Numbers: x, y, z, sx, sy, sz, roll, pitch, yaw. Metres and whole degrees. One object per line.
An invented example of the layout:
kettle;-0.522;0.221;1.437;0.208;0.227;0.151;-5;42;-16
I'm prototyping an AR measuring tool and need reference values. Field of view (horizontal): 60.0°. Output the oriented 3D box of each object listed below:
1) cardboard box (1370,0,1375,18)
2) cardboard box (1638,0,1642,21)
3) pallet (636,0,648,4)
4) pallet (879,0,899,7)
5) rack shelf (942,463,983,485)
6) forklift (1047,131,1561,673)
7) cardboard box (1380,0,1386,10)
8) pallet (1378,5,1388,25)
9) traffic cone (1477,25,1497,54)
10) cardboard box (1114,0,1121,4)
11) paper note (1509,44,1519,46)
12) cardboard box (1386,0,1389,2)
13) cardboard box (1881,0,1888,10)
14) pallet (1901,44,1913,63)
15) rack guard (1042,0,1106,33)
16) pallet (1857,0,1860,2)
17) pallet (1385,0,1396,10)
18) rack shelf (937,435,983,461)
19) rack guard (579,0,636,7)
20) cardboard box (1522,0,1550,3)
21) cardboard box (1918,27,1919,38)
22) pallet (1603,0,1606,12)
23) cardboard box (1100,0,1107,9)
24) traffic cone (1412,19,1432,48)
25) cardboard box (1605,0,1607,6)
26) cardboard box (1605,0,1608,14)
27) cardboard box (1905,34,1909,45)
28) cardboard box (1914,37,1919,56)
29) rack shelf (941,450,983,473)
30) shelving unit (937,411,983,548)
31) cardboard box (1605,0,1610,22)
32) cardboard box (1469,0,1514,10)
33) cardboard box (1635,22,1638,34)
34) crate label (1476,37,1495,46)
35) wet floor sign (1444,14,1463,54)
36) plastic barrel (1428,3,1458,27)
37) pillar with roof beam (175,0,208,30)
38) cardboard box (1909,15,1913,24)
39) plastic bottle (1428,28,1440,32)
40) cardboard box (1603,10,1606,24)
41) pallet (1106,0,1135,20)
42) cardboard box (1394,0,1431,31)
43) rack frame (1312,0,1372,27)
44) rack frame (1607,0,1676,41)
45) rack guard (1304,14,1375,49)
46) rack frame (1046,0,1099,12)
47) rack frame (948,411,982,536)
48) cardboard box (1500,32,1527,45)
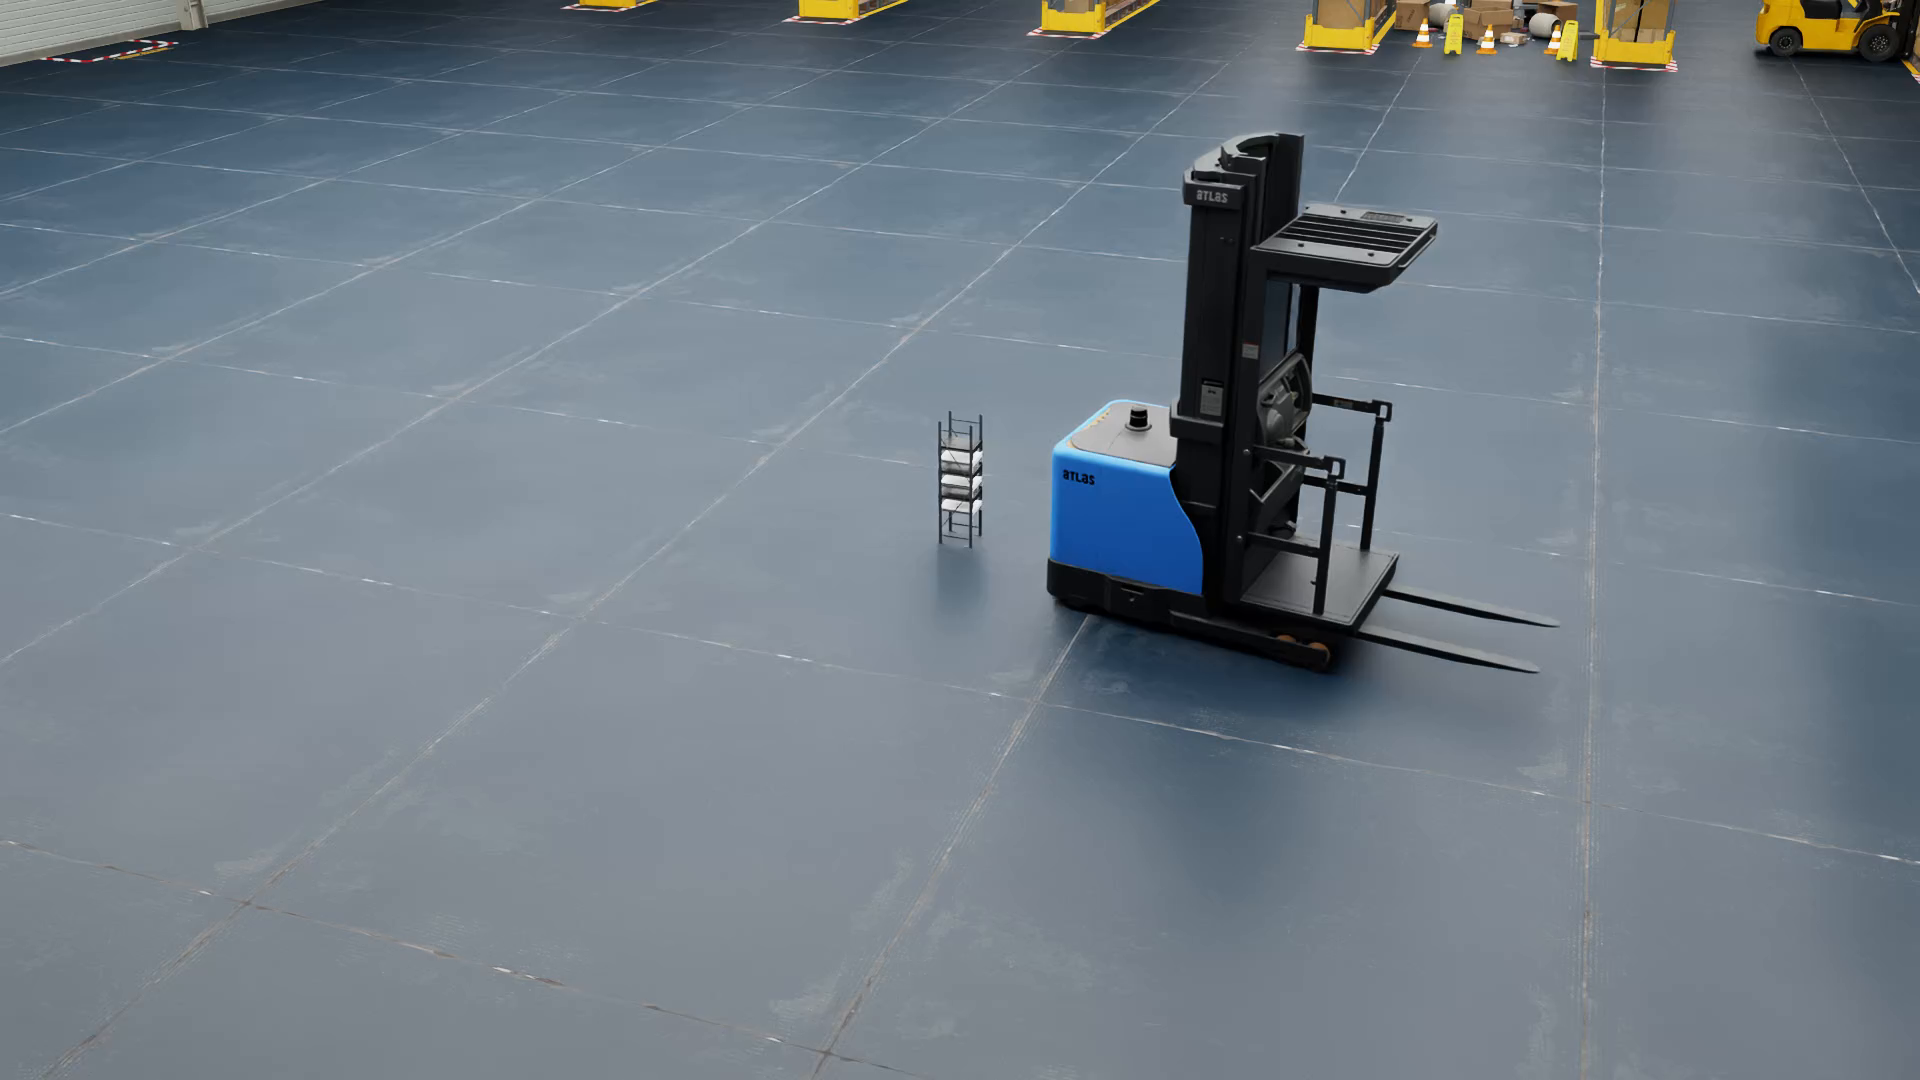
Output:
cardboard box;7.201;-10.054;30.752;0.875;0.875;0.875;8;27;17
cardboard box;12.155;-9.300;29.053;0.500;0.500;0.500;8;27;16
pallet;-7.022;-11.435;34.849;1.003;0.211;1.213;9;27;17
pallet;-1.903;-11.266;34.499;1.003;0.211;1.213;9;27;17
rack shelf;0.003;-0.459;11.260;0.258;0.077;0.200;9;27;17
forklift;2.100;-0.807;9.778;3.031;2.935;1.130;13;29;25
cardboard box;7.803;-10.799;32.292;0.875;0.875;0.875;9;27;18
pallet;7.752;-10.258;32.419;1.003;0.211;1.213;9;27;17
traffic cone;9.216;-8.738;28.989;0.336;0.463;0.334;9;27;17
cardboard box;2.948;-10.978;33.091;0.500;0.500;0.500;6;27;13
paper note;9.886;-8.835;29.687;0.148;0.019;0.142;0;26;-1
cardboard box;8.200;-11.259;33.386;1.050;0.750;0.750;9;27;17
cardboard box;18.139;-10.383;31.720;0.875;0.625;0.625;8;27;15
pallet;16.753;-8.341;28.459;1.003;0.211;1.213;9;27;17
rack guard;2.129;-9.838;31.219;1.175;0.500;0.348;9;27;17
pallet;19.077;-11.110;34.178;1.003;0.211;1.213;9;27;17
pallet;8.264;-10.888;33.718;1.003;0.211;1.213;9;27;17
rack shelf;0.003;-0.621;11.181;0.258;0.077;0.200;9;27;17
rack guard;-7.245;-11.235;34.104;1.175;0.500;0.348;9;27;17
cardboard box;11.091;-10.600;31.924;0.500;0.500;0.500;9;27;17
cardboard box;16.175;-8.403;27.486;0.500;0.250;0.500;8;27;17
pallet;13.442;-10.707;33.344;1.003;0.211;1.213;9;27;17
cardboard box;2.494;-10.500;32.105;0.500;0.500;0.500;17;30;31
traffic cone;8.263;-9.041;29.616;0.336;0.463;0.334;9;27;17
cardboard box;12.329;-10.224;30.961;0.500;0.500;0.500;10;28;20
cardboard box;11.988;-9.790;30.063;0.500;0.500;0.500;10;28;20
cardboard box;16.490;-8.591;28.448;0.500;0.250;0.500;10;27;19
cardboard box;16.164;-8.170;27.578;0.500;0.250;0.500;9;27;17
rack shelf;0.003;-0.540;11.220;0.258;0.077;0.200;9;27;17
shelving unit;0.003;-0.408;11.284;0.258;0.900;0.210;9;27;17
cardboard box;11.640;-9.366;29.188;0.500;0.500;0.500;10;28;19
cardboard box;9.949;-9.907;31.201;0.797;0.637;0.503;9;27;17
cardboard box;12.325;-9.172;29.649;0.500;0.250;0.500;11;28;21
crate label;9.419;-8.923;29.746;0.250;0.136;0.298;-5;26;-9
wet floor sign;8.605;-8.812;28.934;0.267;0.644;0.232;4;26;8
plastic barrel;9.147;-9.967;31.572;0.421;0.421;0.512;-14;29;-27
pillar with roof beam;-10.429;-13.110;28.224;9.100;9.000;0.400;9;27;17
cardboard box;16.497;-8.823;28.354;0.500;0.250;0.500;9;27;17
plastic bottle;8.821;-9.546;31.119;0.283;0.061;0.133;0;26;-1
cardboard box;12.162;-9.666;30.668;0.500;0.250;0.500;10;28;20
pallet;2.840;-10.536;32.993;1.003;0.211;1.213;9;27;17
cardboard box;8.529;-9.904;31.352;0.500;0.500;0.500;14;29;26
rack frame;6.747;-10.171;29.038;1.000;3.000;0.127;9;27;17
rack frame;11.449;-9.495;27.641;1.000;3.000;0.127;9;27;17
rack guard;6.739;-9.036;29.563;1.175;0.500;0.348;9;27;17
rack frame;2.104;-10.932;30.610;1.000;3.000;0.127;9;27;17
rack frame;0.037;-0.450;11.371;0.240;0.900;0.006;9;27;17
cardboard box;9.980;-9.043;29.980;0.250;0.149;0.380;-20;33;-36
